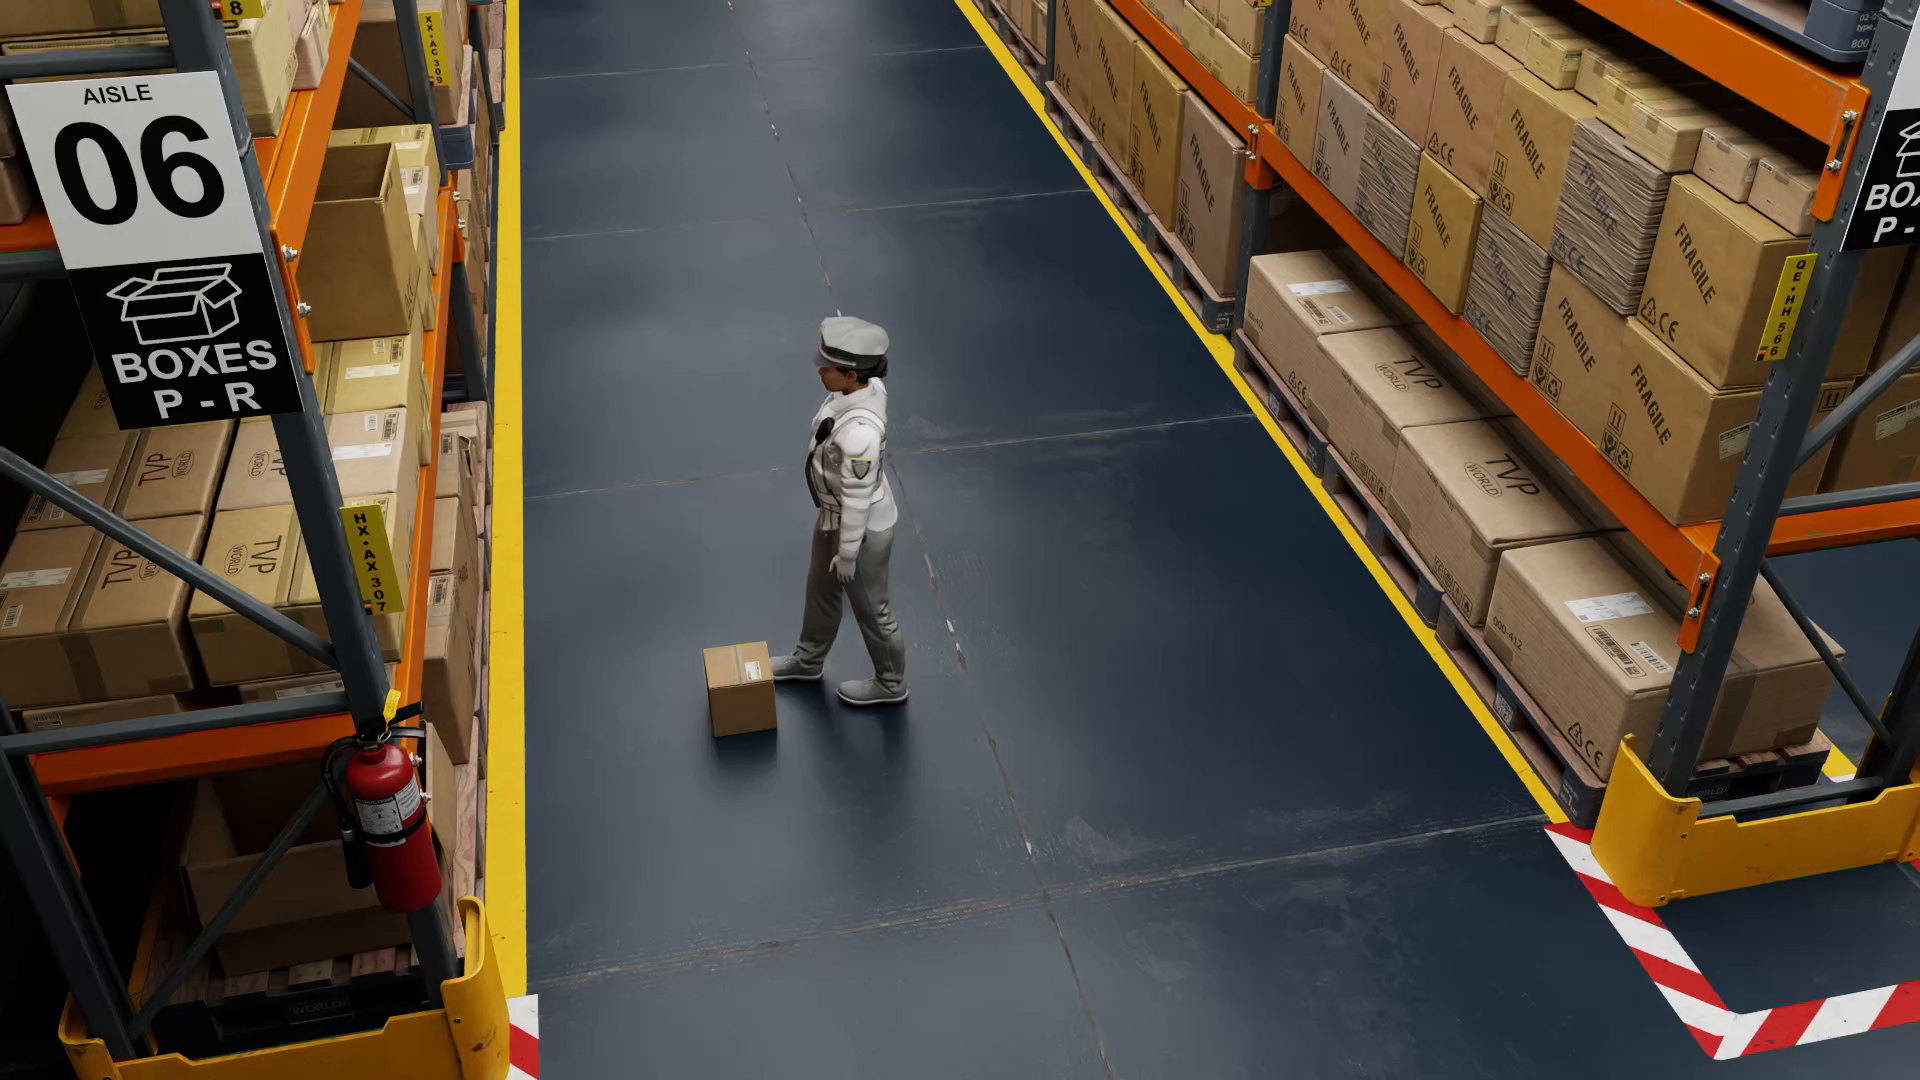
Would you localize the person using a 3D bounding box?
[{"bbox_3d":[-0.516,-0.057,6.200,0.612,1.668,0.481,-4,35,-6],"label":"person"}]
